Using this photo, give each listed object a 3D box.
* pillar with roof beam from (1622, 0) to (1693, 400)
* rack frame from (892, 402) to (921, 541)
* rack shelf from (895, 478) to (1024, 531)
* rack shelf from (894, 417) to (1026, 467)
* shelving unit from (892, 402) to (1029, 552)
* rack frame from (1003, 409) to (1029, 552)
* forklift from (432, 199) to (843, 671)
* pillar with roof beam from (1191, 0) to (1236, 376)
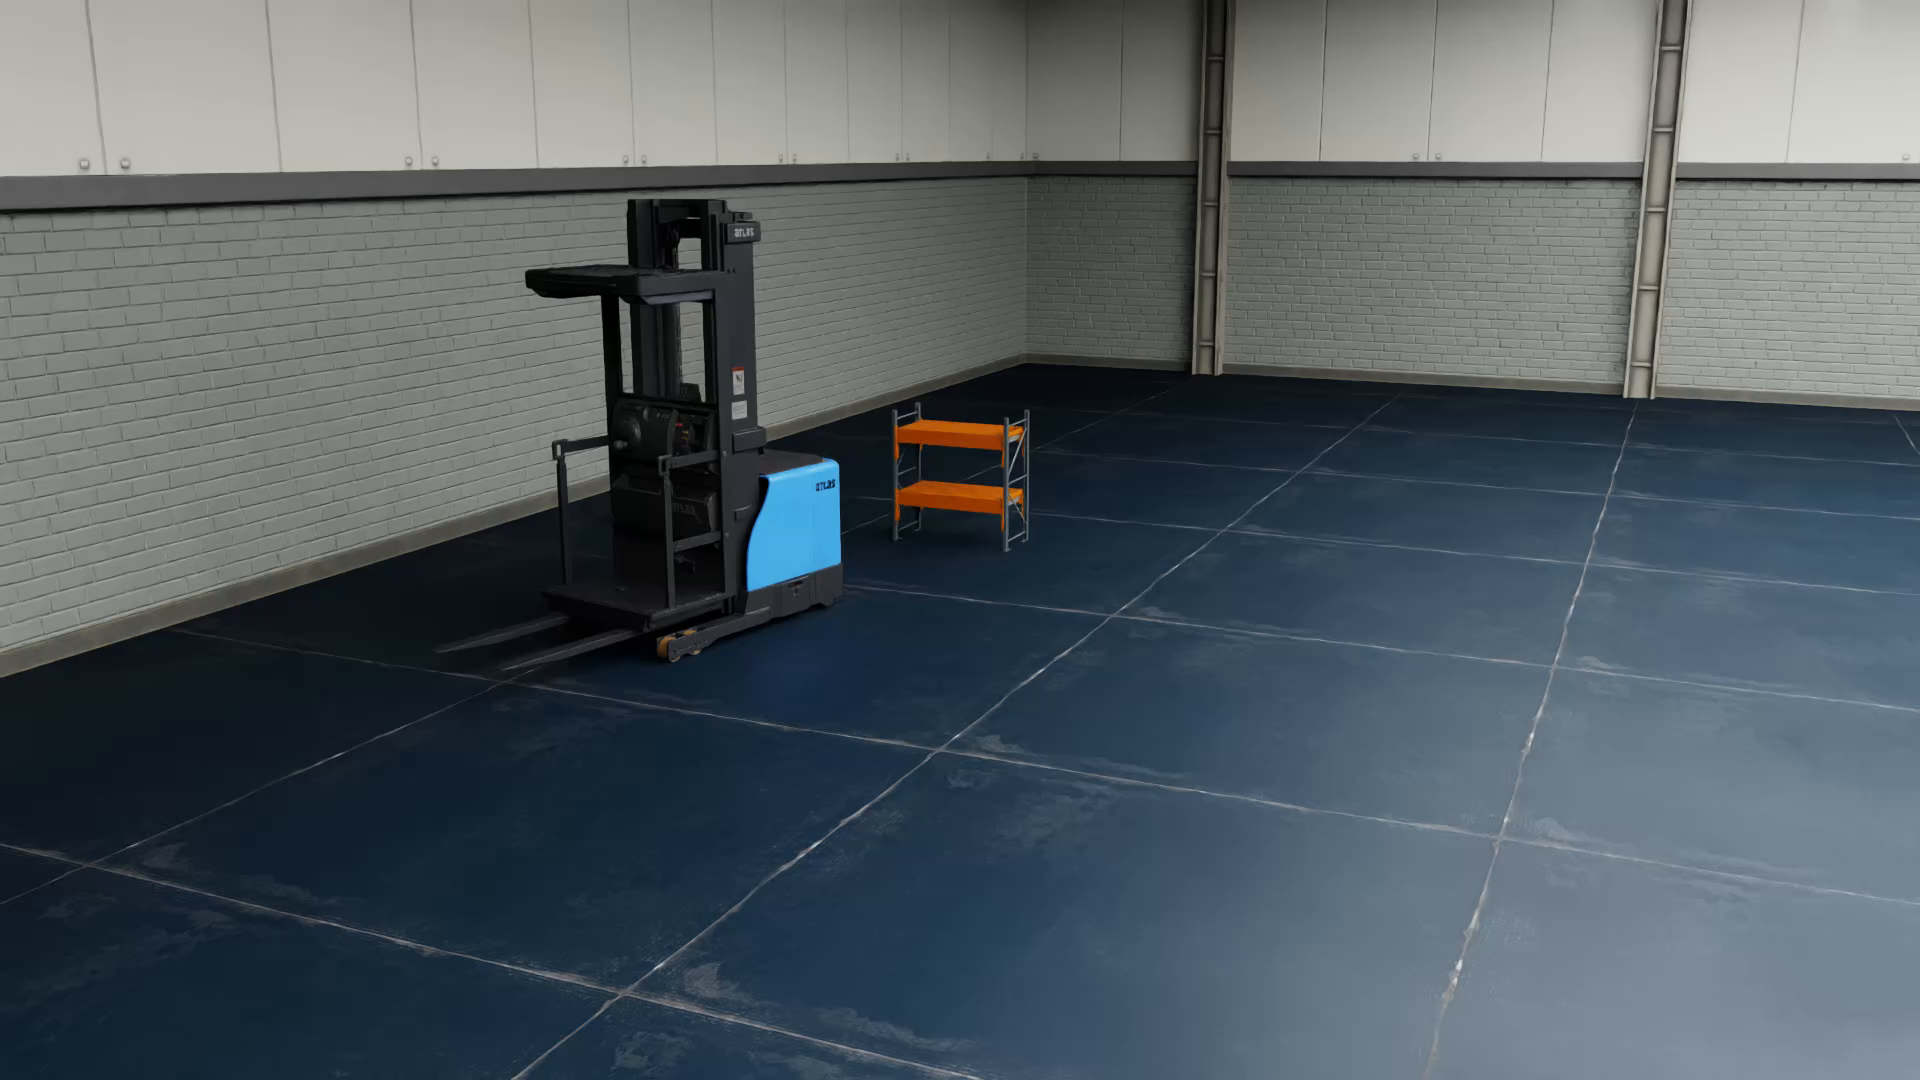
[{"bbox_3d":[7.435,-5.413,17.623,0.400,9.000,9.100,6,14,23],"label":"pillar with roof beam"},{"bbox_3d":[-0.459,-0.594,14.324,0.032,1.125,0.500,6,14,23],"label":"rack frame"},{"bbox_3d":[0.006,-0.309,14.180,1.000,0.278,0.538,6,14,23],"label":"rack shelf"},{"bbox_3d":[0.006,-0.832,14.057,1.000,0.278,0.538,6,14,23],"label":"rack shelf"},{"bbox_3d":[0.006,-0.547,14.124,1.048,1.125,0.538,6,14,23],"label":"shelving unit"},{"bbox_3d":[0.471,-0.500,13.923,0.032,1.125,0.500,6,14,23],"label":"rack frame"},{"bbox_3d":[-2.129,-0.755,11.057,1.130,2.935,3.031,9,16,35],"label":"forklift"},{"bbox_3d":[1.949,-5.968,19.989,0.400,9.000,9.100,6,14,23],"label":"pillar with roof beam"}]
